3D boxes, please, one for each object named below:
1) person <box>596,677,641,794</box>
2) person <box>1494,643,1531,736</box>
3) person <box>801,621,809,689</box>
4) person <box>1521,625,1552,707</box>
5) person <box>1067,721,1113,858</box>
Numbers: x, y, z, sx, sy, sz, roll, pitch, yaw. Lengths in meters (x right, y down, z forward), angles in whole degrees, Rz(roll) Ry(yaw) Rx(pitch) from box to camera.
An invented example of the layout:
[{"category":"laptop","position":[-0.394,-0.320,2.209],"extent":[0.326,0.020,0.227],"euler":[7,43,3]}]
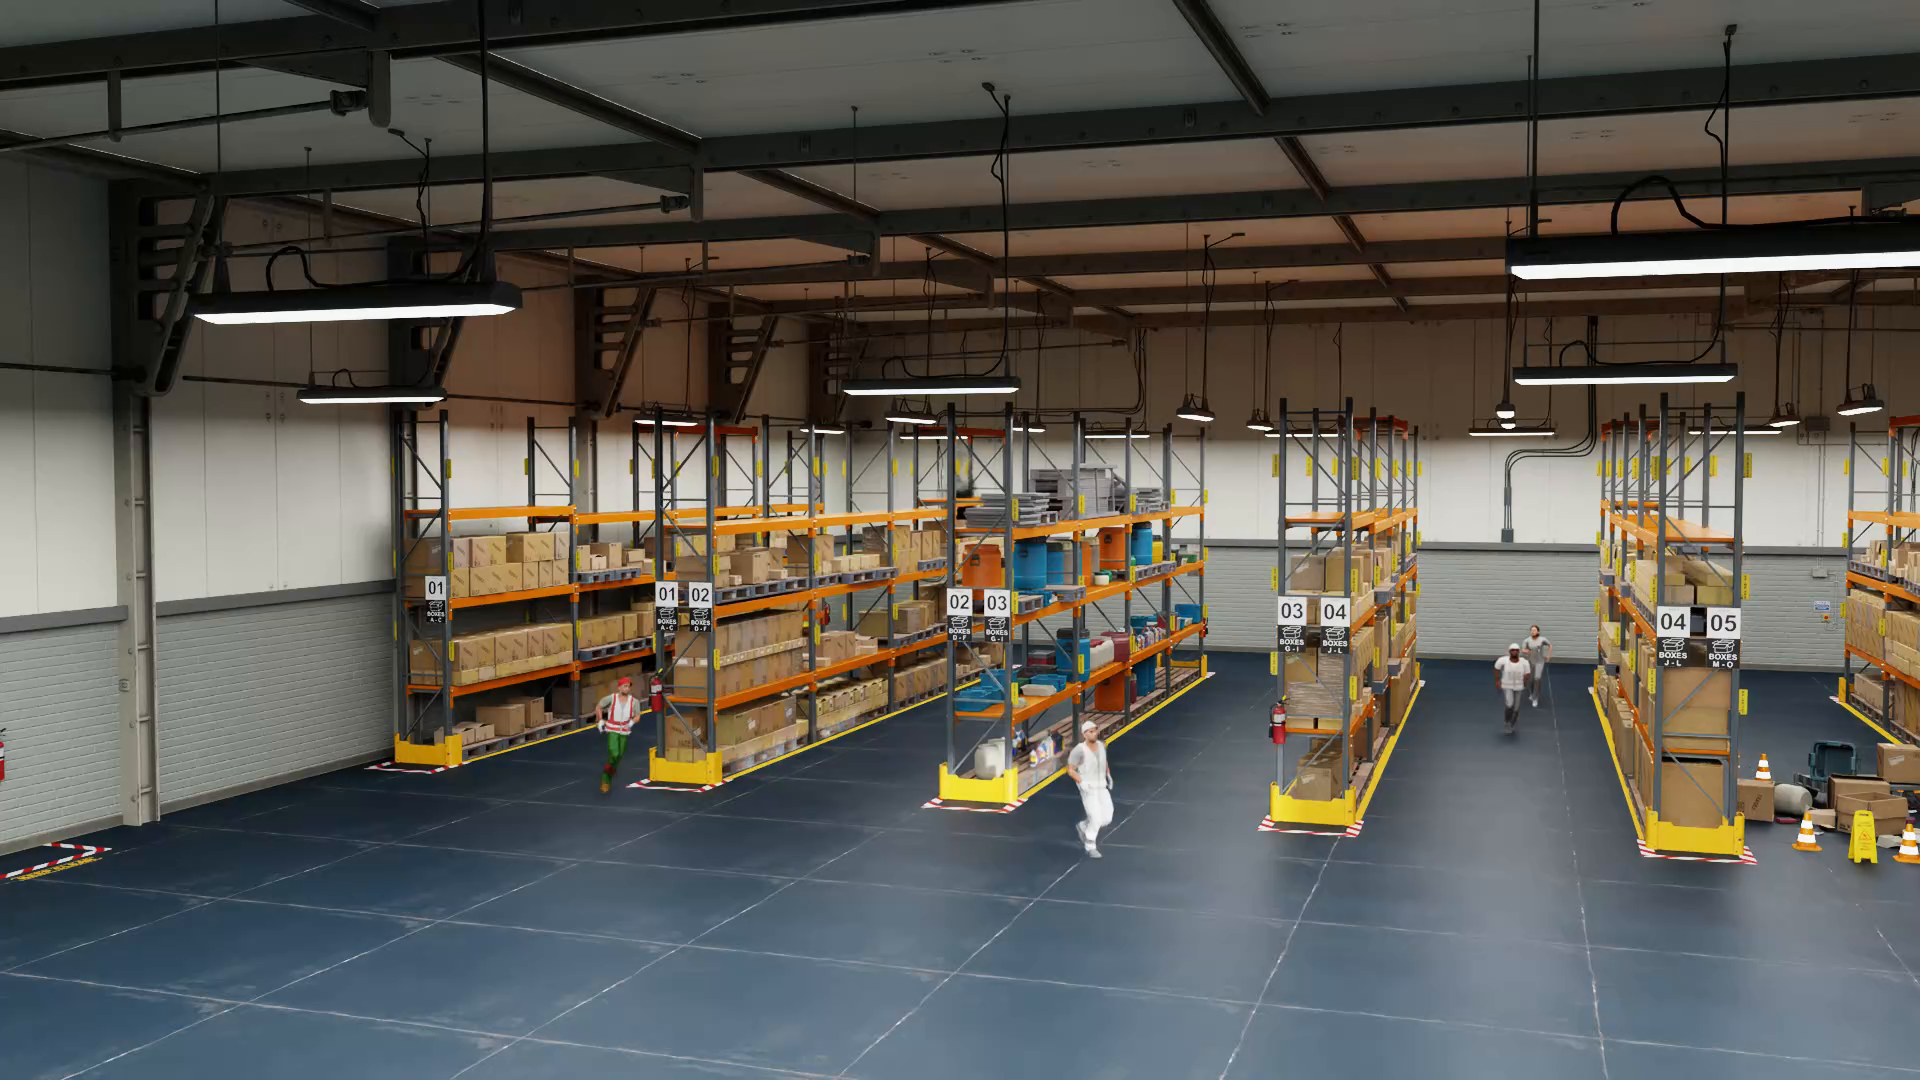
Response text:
[{"category":"person","position":[-5.288,3.023,25.827],"extent":[0.678,1.765,0.664],"euler":[-1,3,-30]},{"category":"person","position":[10.394,2.798,31.241],"extent":[0.618,1.740,0.793],"euler":[0,2,5]},{"category":"person","position":[-3.242,2.608,34.813],"extent":[0.679,1.809,0.833],"euler":[1,3,13]},{"category":"person","position":[12.244,2.654,35.326],"extent":[0.575,1.709,0.901],"euler":[1,3,29]},{"category":"person","position":[1.690,3.210,21.513],"extent":[0.656,1.748,0.560],"euler":[-2,3,-35]}]
